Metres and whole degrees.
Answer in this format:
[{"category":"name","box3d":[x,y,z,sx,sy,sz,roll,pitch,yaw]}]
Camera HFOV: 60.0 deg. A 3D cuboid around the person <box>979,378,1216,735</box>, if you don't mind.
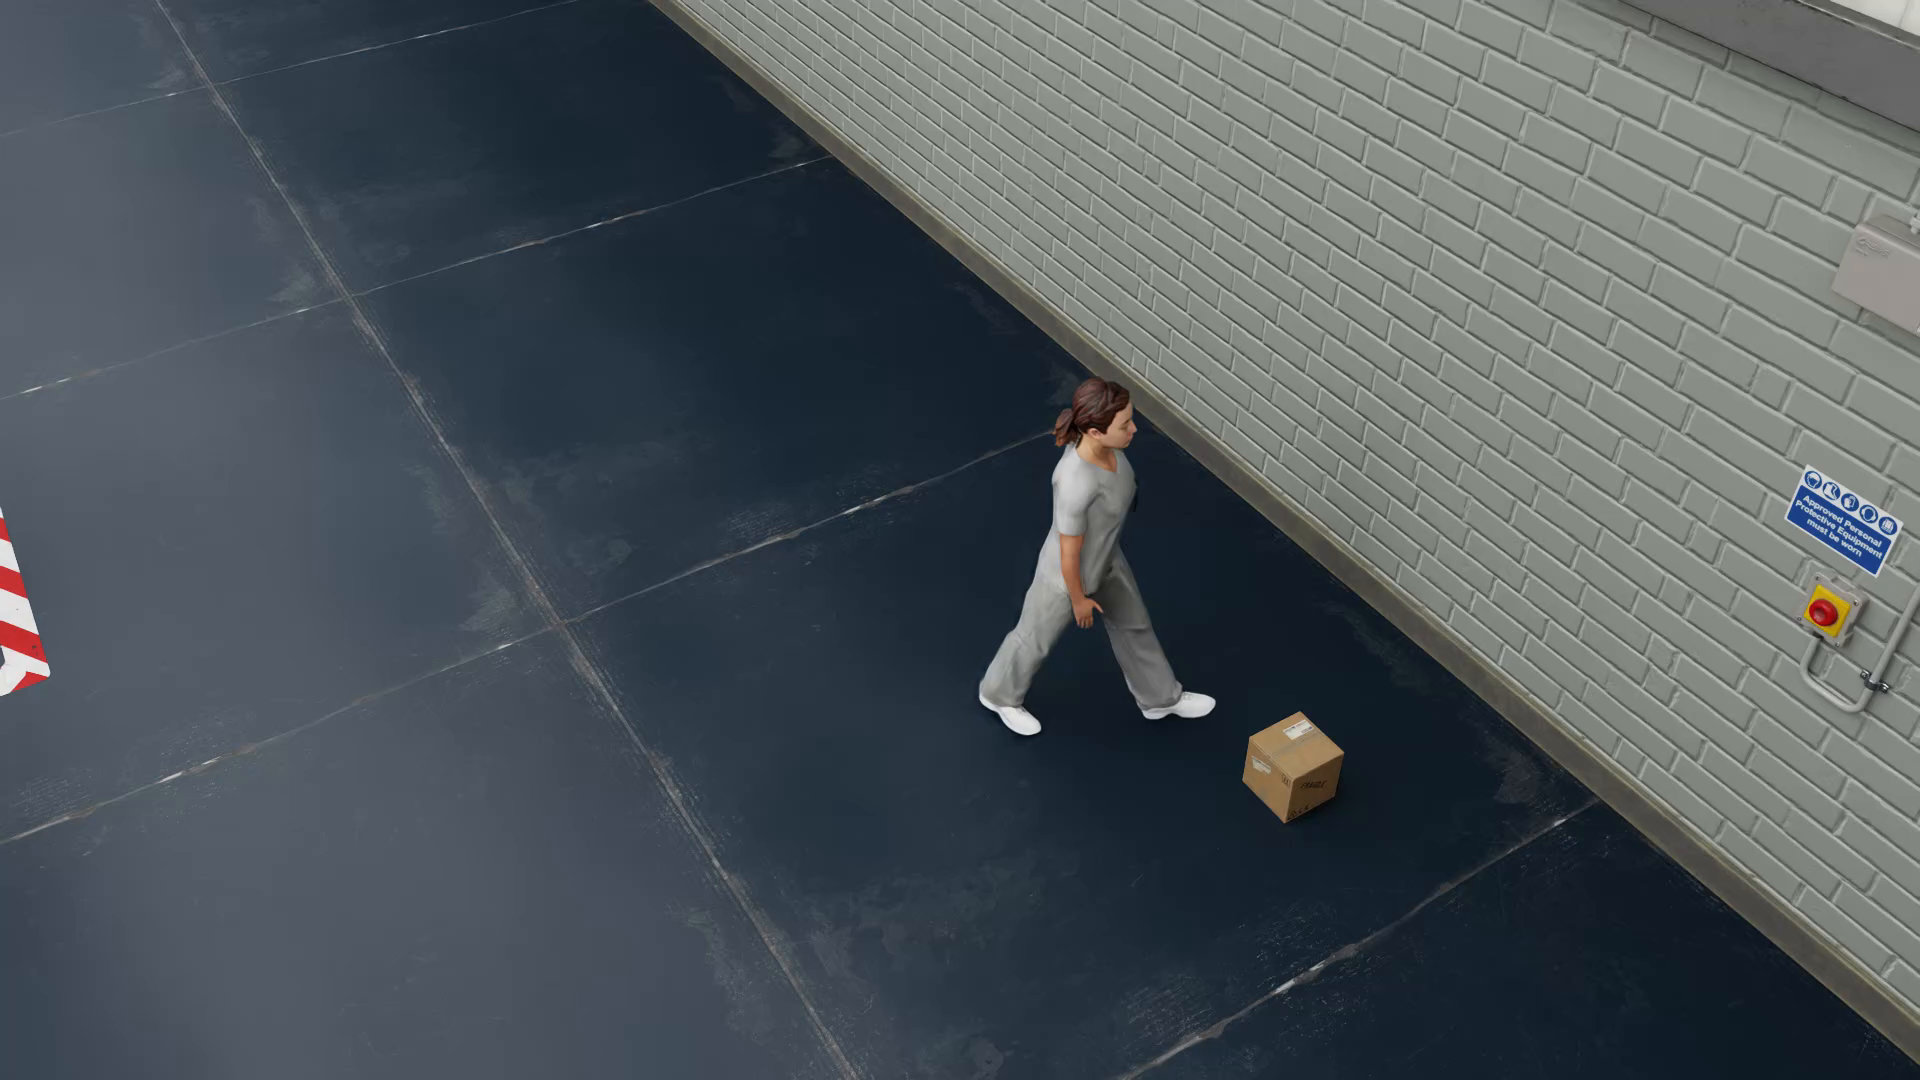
[{"category":"person","box3d":[0.518,0.104,6.048,0.911,1.636,0.468,15,43,16]}]
